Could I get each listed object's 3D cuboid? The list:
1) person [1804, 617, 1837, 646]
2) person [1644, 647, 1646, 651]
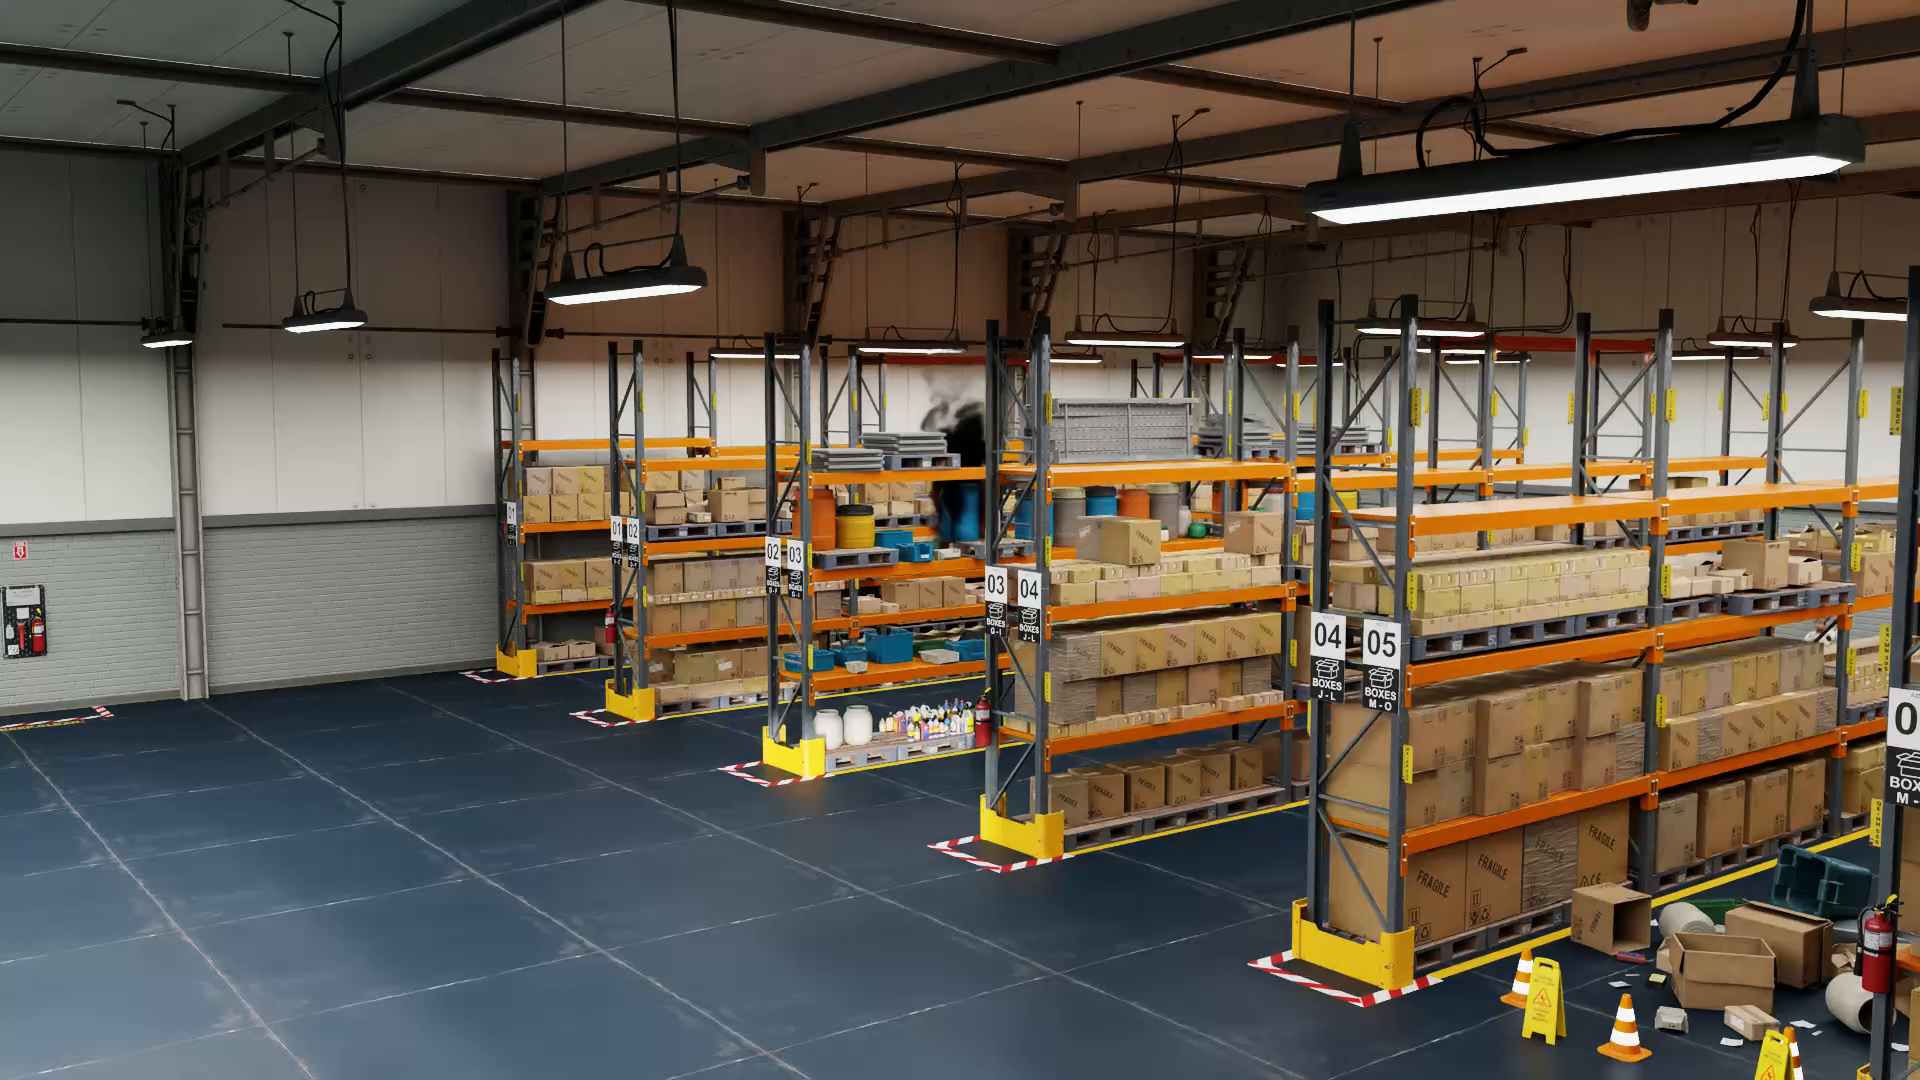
[{"bbox_3d":[13.807,2.017,26.633,0.647,1.697,0.833,4,6,36],"label":"person"},{"bbox_3d":[9.642,2.280,23.269,0.710,1.746,0.595,-5,7,-43],"label":"person"}]
